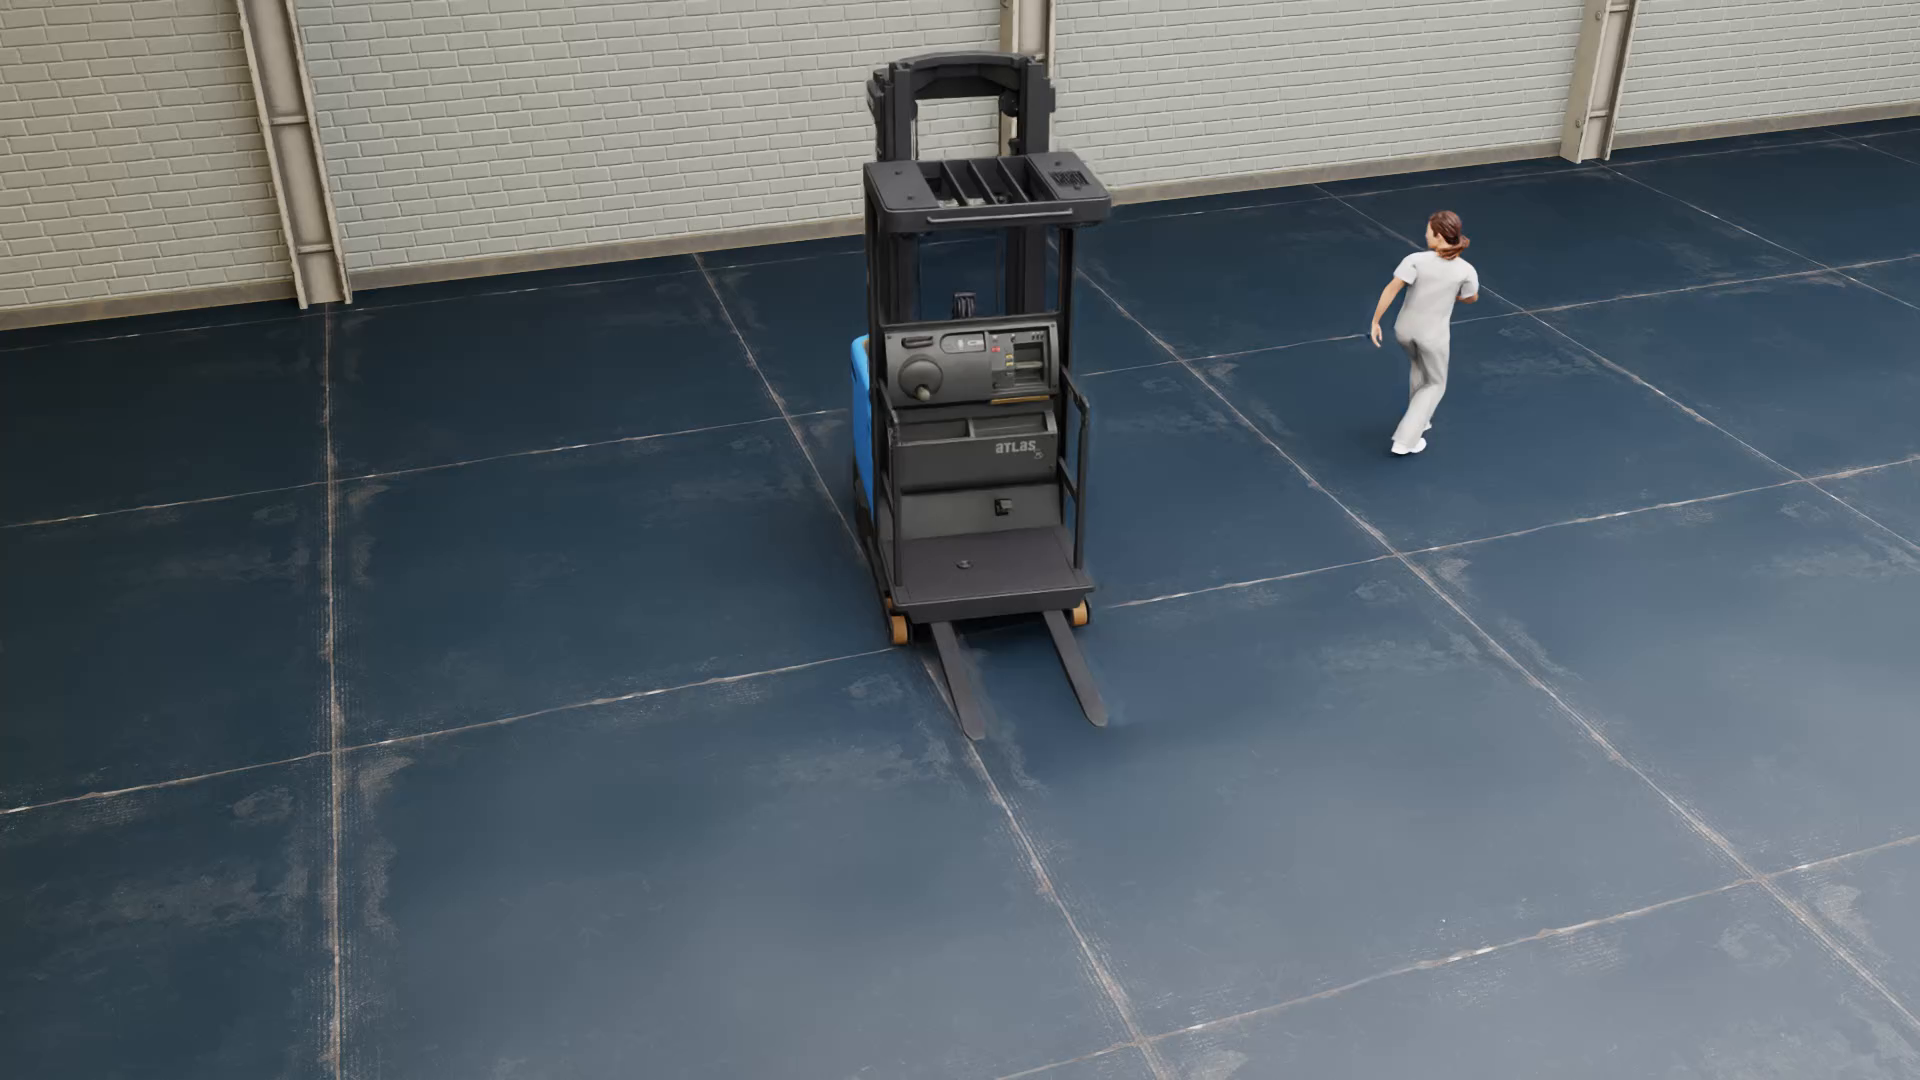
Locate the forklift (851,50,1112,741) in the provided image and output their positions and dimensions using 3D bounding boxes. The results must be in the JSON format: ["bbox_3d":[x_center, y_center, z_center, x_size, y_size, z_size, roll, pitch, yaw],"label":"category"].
[{"bbox_3d":[0.107,-0.897,8.646,1.130,2.935,3.031,-5,30,-9],"label":"forklift"}]

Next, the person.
[{"bbox_3d":[3.023,-1.325,10.769,0.503,1.669,0.784,20,35,31],"label":"person"}]
